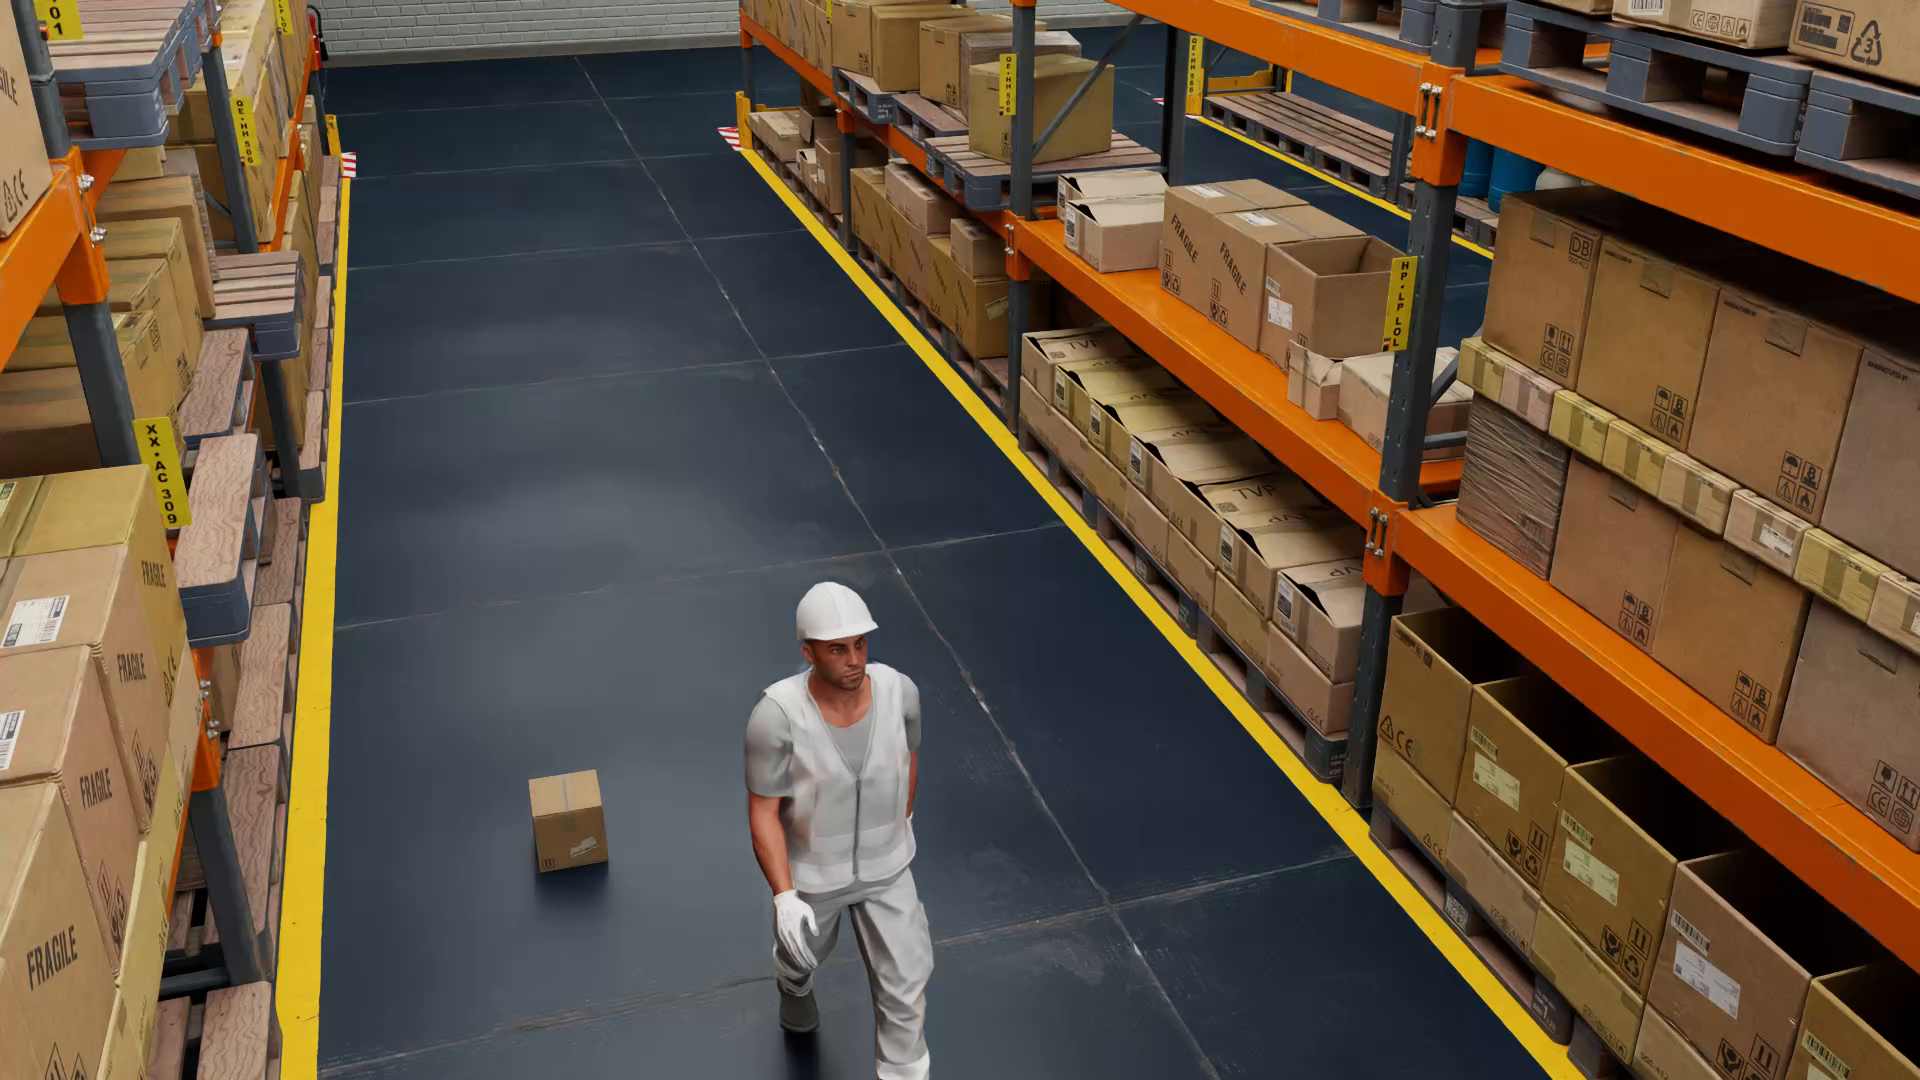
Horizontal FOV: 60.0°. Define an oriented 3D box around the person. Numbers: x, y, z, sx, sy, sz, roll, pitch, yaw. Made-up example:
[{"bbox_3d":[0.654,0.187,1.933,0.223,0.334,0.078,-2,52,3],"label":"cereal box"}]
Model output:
[{"bbox_3d":[-0.319,0.935,4.690,0.538,1.735,1.089,-9,27,-17],"label":"person"}]
